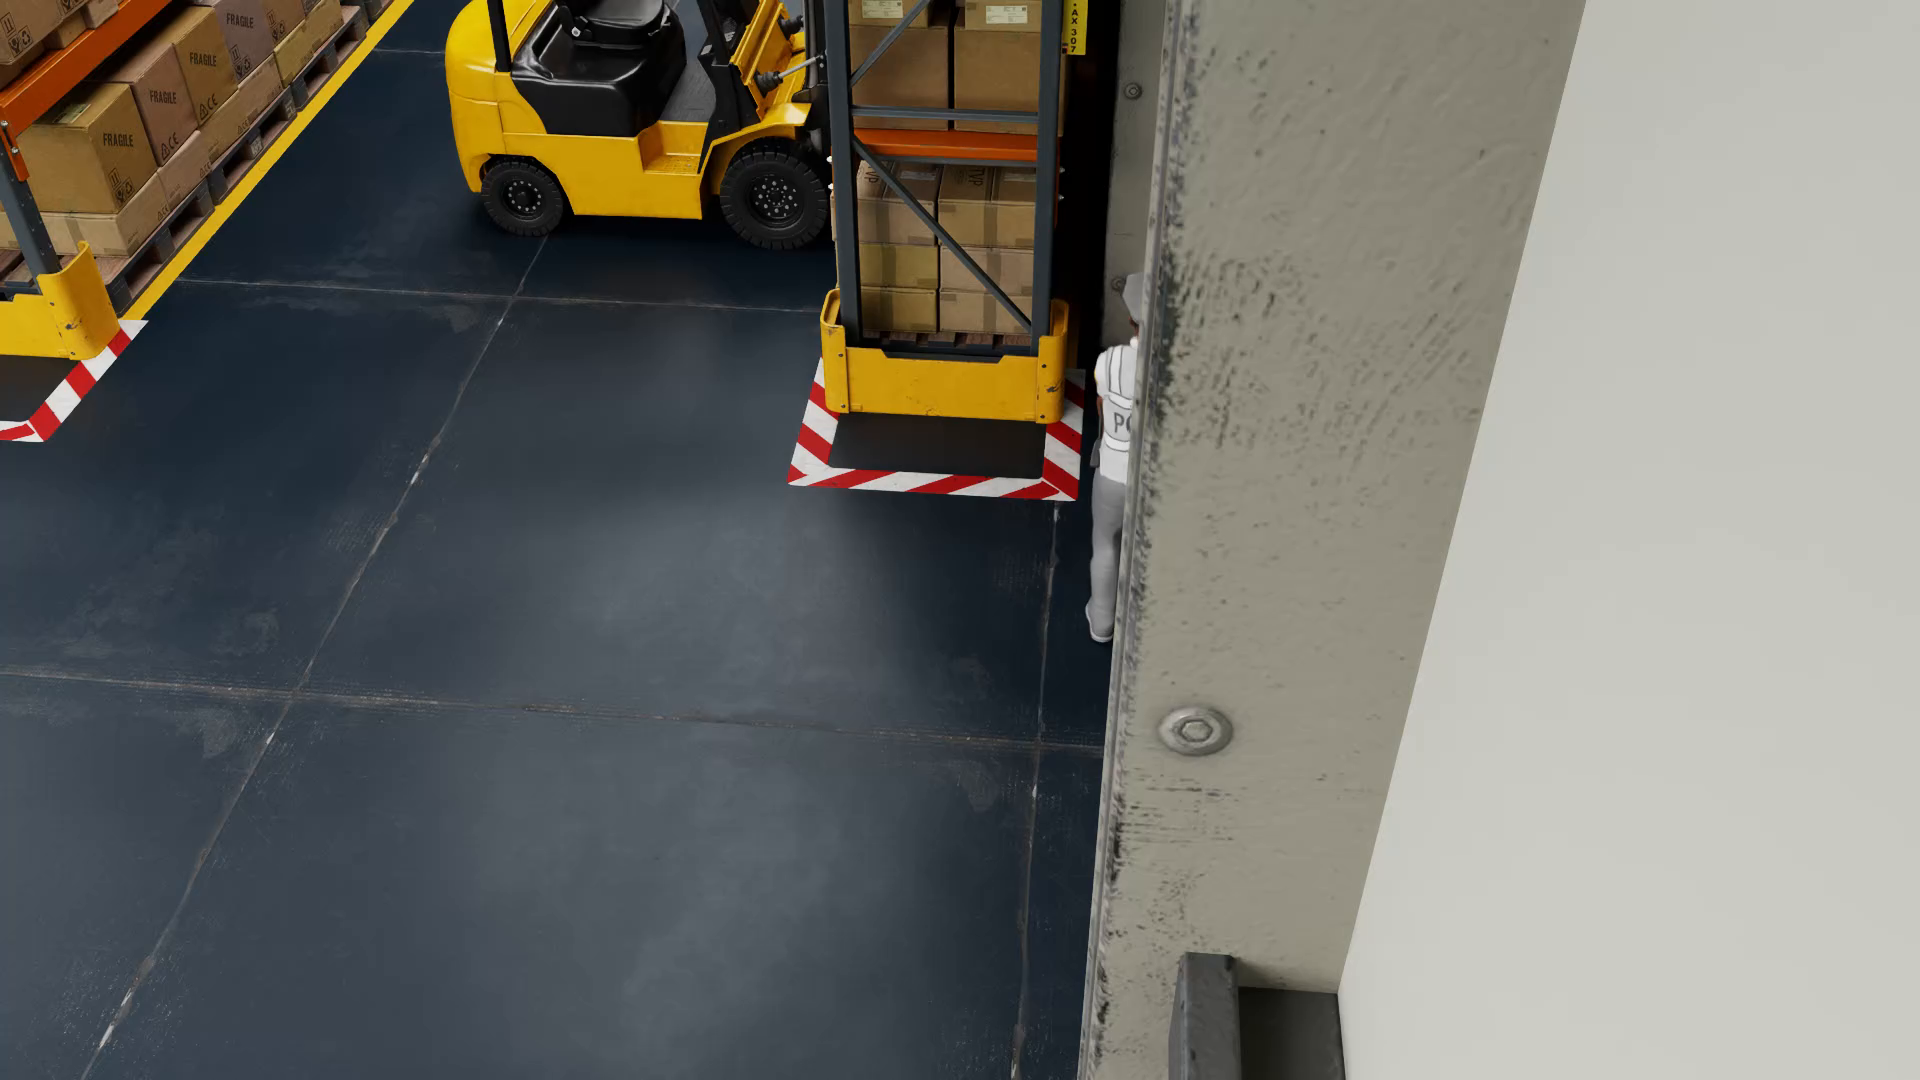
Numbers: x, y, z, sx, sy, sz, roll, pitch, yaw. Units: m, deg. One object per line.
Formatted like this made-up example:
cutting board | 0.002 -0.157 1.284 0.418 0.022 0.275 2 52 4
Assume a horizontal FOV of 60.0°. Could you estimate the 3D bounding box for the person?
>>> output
person | 0.712 -0.322 6.531 0.416 1.679 0.531 3 40 3
